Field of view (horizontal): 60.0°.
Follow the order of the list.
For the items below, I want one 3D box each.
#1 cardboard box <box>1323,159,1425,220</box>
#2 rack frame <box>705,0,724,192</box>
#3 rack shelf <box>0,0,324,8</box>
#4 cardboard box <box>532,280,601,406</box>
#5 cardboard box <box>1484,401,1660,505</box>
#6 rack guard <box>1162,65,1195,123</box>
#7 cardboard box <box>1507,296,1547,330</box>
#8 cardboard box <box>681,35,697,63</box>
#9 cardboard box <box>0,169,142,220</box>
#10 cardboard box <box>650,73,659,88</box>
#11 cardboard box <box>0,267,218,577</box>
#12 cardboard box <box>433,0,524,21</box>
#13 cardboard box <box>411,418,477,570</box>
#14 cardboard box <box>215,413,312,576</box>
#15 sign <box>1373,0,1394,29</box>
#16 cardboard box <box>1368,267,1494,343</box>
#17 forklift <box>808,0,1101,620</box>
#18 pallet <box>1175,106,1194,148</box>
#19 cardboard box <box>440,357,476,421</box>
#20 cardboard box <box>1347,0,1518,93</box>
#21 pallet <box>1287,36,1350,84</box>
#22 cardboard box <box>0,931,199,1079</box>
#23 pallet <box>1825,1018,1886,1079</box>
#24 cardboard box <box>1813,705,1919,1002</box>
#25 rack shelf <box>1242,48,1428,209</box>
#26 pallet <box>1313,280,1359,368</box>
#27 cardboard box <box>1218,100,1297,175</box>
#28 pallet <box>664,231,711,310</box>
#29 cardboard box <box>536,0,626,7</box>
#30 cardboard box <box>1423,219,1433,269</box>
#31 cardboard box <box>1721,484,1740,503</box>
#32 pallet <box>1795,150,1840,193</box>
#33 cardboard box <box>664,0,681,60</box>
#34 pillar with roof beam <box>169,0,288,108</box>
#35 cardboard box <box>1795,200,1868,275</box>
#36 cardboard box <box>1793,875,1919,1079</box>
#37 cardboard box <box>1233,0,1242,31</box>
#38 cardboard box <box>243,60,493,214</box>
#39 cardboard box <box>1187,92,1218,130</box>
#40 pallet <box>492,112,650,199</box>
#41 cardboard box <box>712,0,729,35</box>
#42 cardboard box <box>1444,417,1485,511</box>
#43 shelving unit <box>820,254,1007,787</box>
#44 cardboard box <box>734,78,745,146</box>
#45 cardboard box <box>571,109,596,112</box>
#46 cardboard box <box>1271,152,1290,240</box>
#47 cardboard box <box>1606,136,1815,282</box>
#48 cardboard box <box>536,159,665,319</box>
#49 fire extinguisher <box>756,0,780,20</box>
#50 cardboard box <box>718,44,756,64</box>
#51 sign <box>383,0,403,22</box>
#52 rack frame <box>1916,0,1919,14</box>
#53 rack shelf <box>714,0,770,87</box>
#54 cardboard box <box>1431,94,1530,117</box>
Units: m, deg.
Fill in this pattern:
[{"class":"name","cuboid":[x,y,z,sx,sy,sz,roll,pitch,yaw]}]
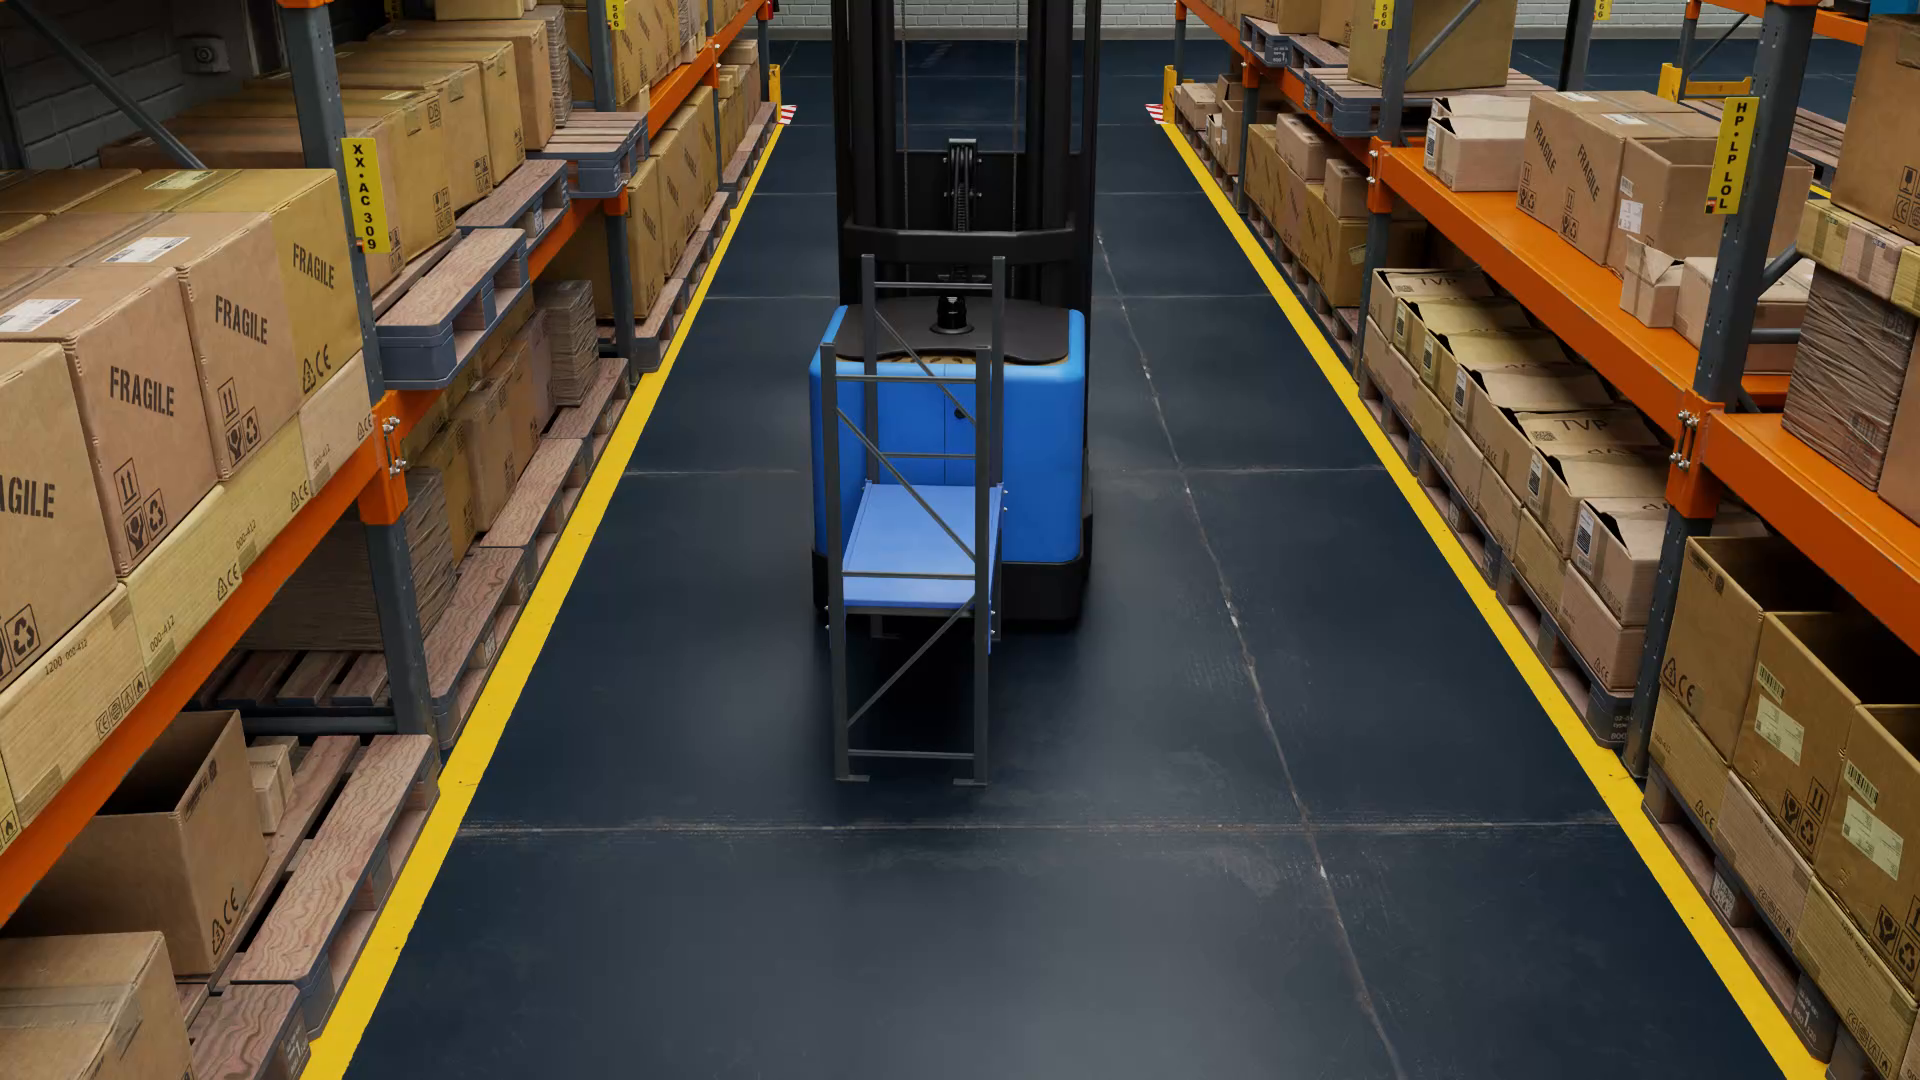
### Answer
[{"class":"cardboard box","cuboid":[2.431,-2.057,9.747,0.500,0.250,0.500,1,24,1]},{"class":"rack frame","cuboid":[-2.316,-3.871,12.168,1.000,3.000,0.127,0,24,-1]},{"class":"rack shelf","cuboid":[-2.207,-0.789,2.587,1.077,0.370,4.000,0,24,-1]},{"class":"cardboard box","cuboid":[-2.212,-0.987,8.293,0.700,0.500,0.500,0,24,0]},{"class":"cardboard box","cuboid":[2.418,-0.378,6.591,0.500,0.311,0.500,0,24,-1]},{"class":"rack guard","cuboid":[2.594,-4.372,16.311,1.175,0.500,0.348,0,24,-1]},{"class":"cardboard box","cuboid":[2.945,-1.011,7.993,0.500,0.311,0.500,-1,24,-1]},{"class":"cardboard box","cuboid":[-1.983,-3.308,11.204,0.380,0.149,0.250,0,24,-1]},{"class":"cardboard box","cuboid":[-2.433,-0.662,4.321,0.500,0.500,0.500,-1,24,-2]},{"class":"cardboard box","cuboid":[-2.072,-2.886,10.271,0.380,0.149,0.250,0,24,0]},{"class":"cardboard box","cuboid":[-1.908,-0.250,3.410,0.500,0.500,0.500,-1,24,-2]},{"class":"cardboard box","cuboid":[-2.220,-2.489,7.672,0.380,0.149,0.250,-4,25,-9]},{"class":"cardboard box","cuboid":[-2.309,-0.152,6.445,0.700,0.500,0.500,-1,24,-2]},{"class":"cardboard box","cuboid":[-1.923,-0.116,4.024,0.500,0.250,0.500,0,24,0]},{"class":"sign","cuboid":[2.138,-2.731,8.340,0.100,0.325,0.005,0,24,-1]},{"class":"cardboard box","cuboid":[2.393,-1.223,8.461,0.500,0.311,0.500,1,24,1]},{"class":"forklift","cuboid":[0.041,-1.594,7.218,1.130,2.935,3.031,2,24,3]},{"class":"pallet","cuboid":[2.604,-3.912,15.644,1.003,0.211,1.213,0,24,-1]},{"class":"cardboard box","cuboid":[-2.271,-0.676,6.695,0.500,0.250,0.500,-1,24,-2]},{"class":"cardboard box","cuboid":[2.561,-2.742,9.042,0.700,0.500,0.500,-9,26,-18]},{"class":"pallet","cuboid":[2.655,-2.960,10.388,1.003,0.211,1.213,0,24,-1]},{"class":"cardboard box","cuboid":[-2.067,1.190,3.479,0.700,0.500,0.500,-2,24,-4]},{"class":"pallet","cuboid":[2.708,1.504,3.667,1.003,0.211,1.213,0,24,-1]},{"class":"cardboard box","cuboid":[2.428,0.726,3.921,0.500,0.500,0.500,0,24,-1]},{"class":"rack shelf","cuboid":[2.659,-2.743,10.547,1.077,0.370,4.000,0,24,-1]},{"class":"pallet","cuboid":[2.711,-1.283,9.832,1.003,0.211,1.213,0,24,-1]},{"class":"cardboard box","cuboid":[2.347,-3.190,13.162,0.500,0.500,0.500,0,24,-1]},{"class":"pallet","cuboid":[-2.216,-1.779,10.926,1.003,0.211,1.213,0,24,-1]},{"class":"cardboard box","cuboid":[-2.020,-2.954,8.726,0.500,0.250,0.500,0,24,1]},{"class":"cardboard box","cuboid":[2.950,-1.712,9.895,0.500,0.500,0.500,-1,24,-2]},{"class":"cardboard box","cuboid":[2.969,-0.170,6.132,0.500,0.311,0.500,-1,24,-1]},{"class":"pallet","cuboid":[7.544,-2.947,13.511,1.003,0.211,1.213,0,24,-1]},{"class":"cardboard box","cuboid":[-2.036,-3.249,10.287,0.500,0.500,0.500,0,24,1]},{"class":"pillar with roof beam","cuboid":[1.182,-4.436,6.137,9.100,9.000,0.400,0,24,-1]},{"class":"cardboard box","cuboid":[2.534,-0.827,4.531,0.380,0.149,0.250,0,24,-1]},{"class":"cardboard box","cuboid":[2.427,1.068,4.076,0.500,0.250,0.500,0,24,-1]},{"class":"cardboard box","cuboid":[2.375,-4.145,12.653,0.500,0.500,0.500,0,24,0]},{"class":"cardboard box","cuboid":[-2.238,-1.532,6.341,0.700,0.500,0.500,3,25,7]},{"class":"cardboard box","cuboid":[2.327,-3.853,14.932,0.500,0.250,0.500,0,24,-1]},{"class":"pallet","cuboid":[-2.158,-1.842,7.915,1.213,0.211,1.003,0,24,-1]},{"class":"cardboard box","cuboid":[-2.306,-4.231,12.601,0.980,0.700,0.700,0,24,0]},{"class":"cardboard box","cuboid":[2.416,-0.335,7.178,0.500,0.250,0.500,0,24,1]},{"class":"shelving unit","cuboid":[-0.127,-0.095,5.641,0.538,1.500,1.048,2,24,3]},{"class":"cardboard box","cuboid":[-2.227,-3.650,14.205,0.700,0.500,0.500,0,24,1]},{"class":"cardboard box","cuboid":[-2.044,-2.254,8.874,0.380,0.149,0.250,-1,24,-1]},{"class":"cardboard box","cuboid":[2.414,-2.330,11.261,0.500,0.500,0.500,0,24,0]},{"class":"cardboard box","cuboid":[2.727,-1.177,6.091,0.500,0.500,0.500,1,24,3]},{"class":"cardboard box","cuboid":[-2.149,-1.738,9.552,0.750,0.750,0.750,-1,24,-1]},{"class":"fire extinguisher","cuboid":[-1.900,-5.378,16.047,0.296,0.674,0.183,0,24,-1]},{"class":"cardboard box","cuboid":[-2.065,-4.421,15.123,0.380,0.149,0.250,0,24,1]},{"class":"sign","cuboid":[-2.827,-2.746,8.277,0.100,0.325,0.005,0,24,-1]},{"class":"rack frame","cuboid":[7.590,-3.915,12.267,1.000,3.000,0.127,0,24,-1]},{"class":"rack shelf","cuboid":[-2.338,-4.367,14.139,1.077,0.370,4.000,0,24,-1]},{"class":"cardboard box","cuboid":[2.641,-2.056,8.263,0.500,0.311,0.500,1,24,3]}]
